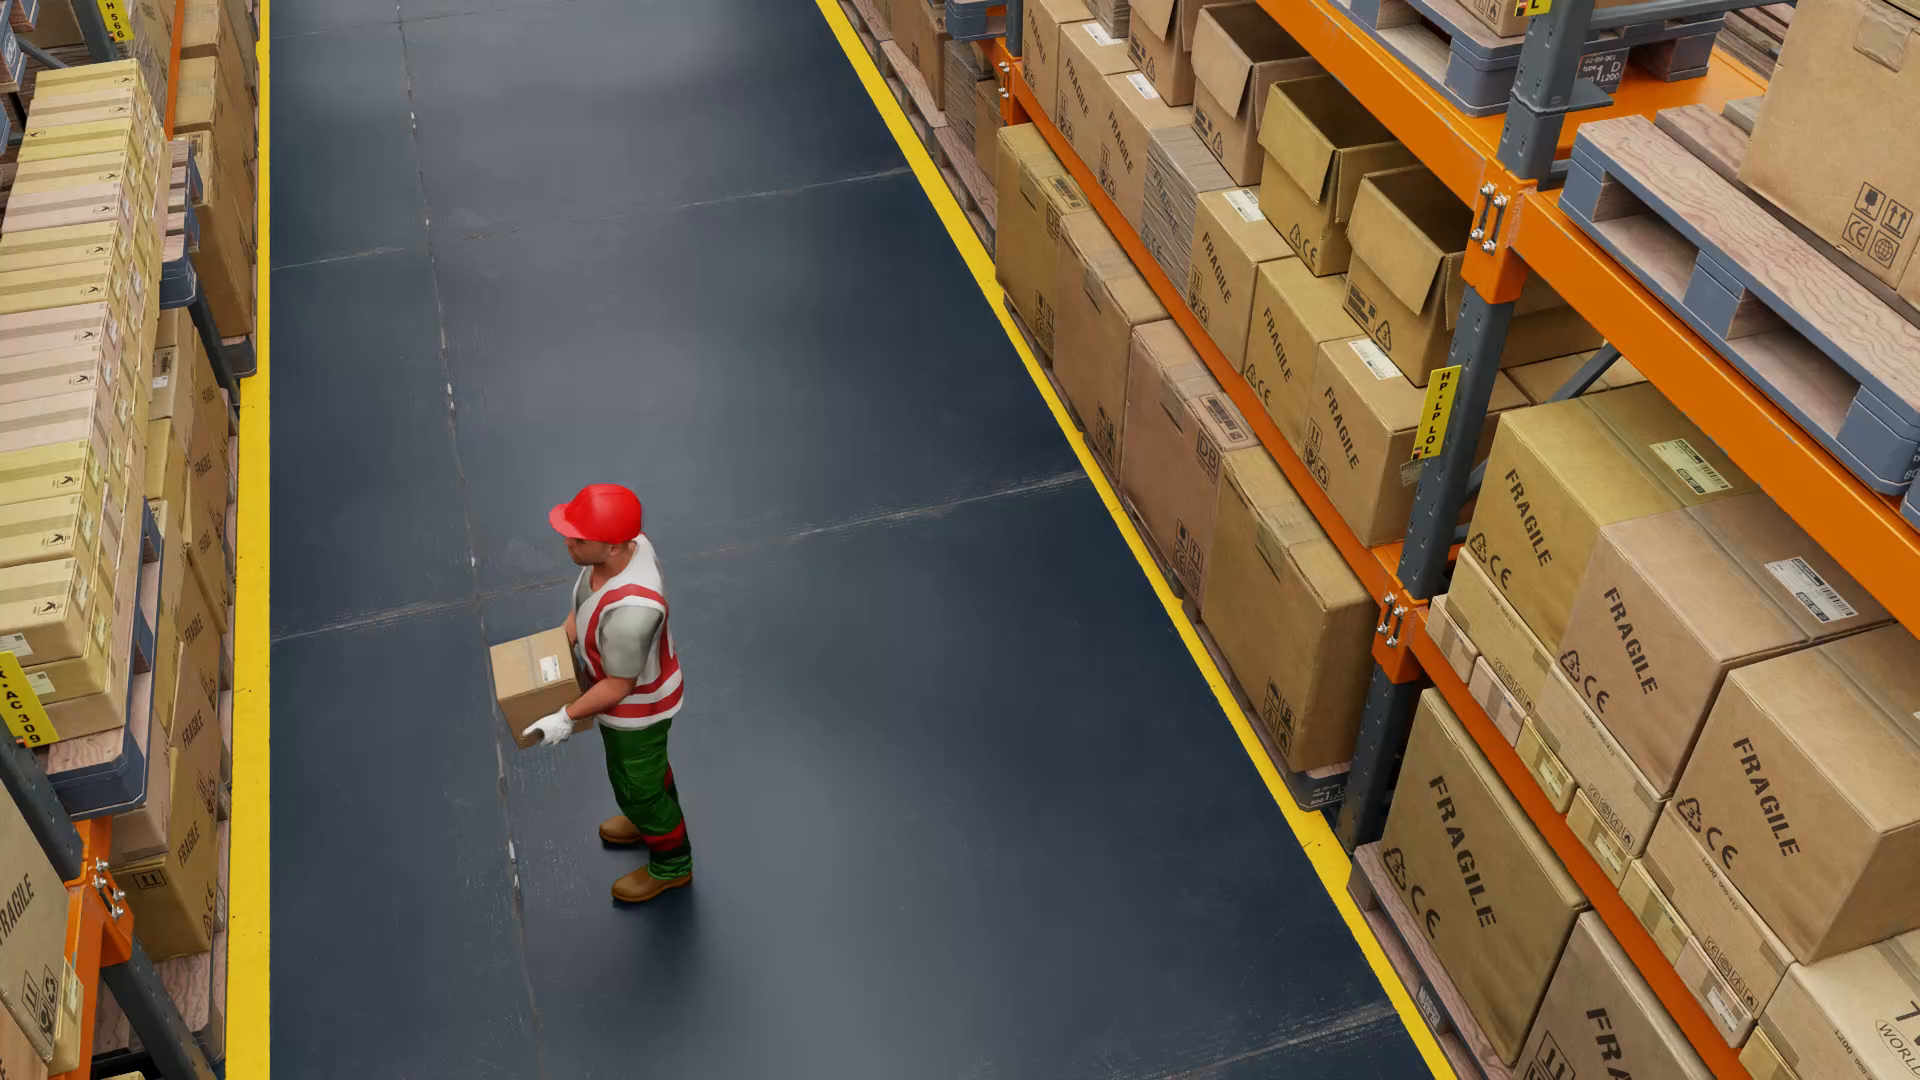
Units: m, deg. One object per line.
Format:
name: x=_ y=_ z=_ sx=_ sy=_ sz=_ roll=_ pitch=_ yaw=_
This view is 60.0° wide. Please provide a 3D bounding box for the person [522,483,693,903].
person: x=-1.191 y=0.533 z=5.543 sx=0.538 sy=1.794 sz=0.522 roll=-12 pitch=43 yaw=-13
